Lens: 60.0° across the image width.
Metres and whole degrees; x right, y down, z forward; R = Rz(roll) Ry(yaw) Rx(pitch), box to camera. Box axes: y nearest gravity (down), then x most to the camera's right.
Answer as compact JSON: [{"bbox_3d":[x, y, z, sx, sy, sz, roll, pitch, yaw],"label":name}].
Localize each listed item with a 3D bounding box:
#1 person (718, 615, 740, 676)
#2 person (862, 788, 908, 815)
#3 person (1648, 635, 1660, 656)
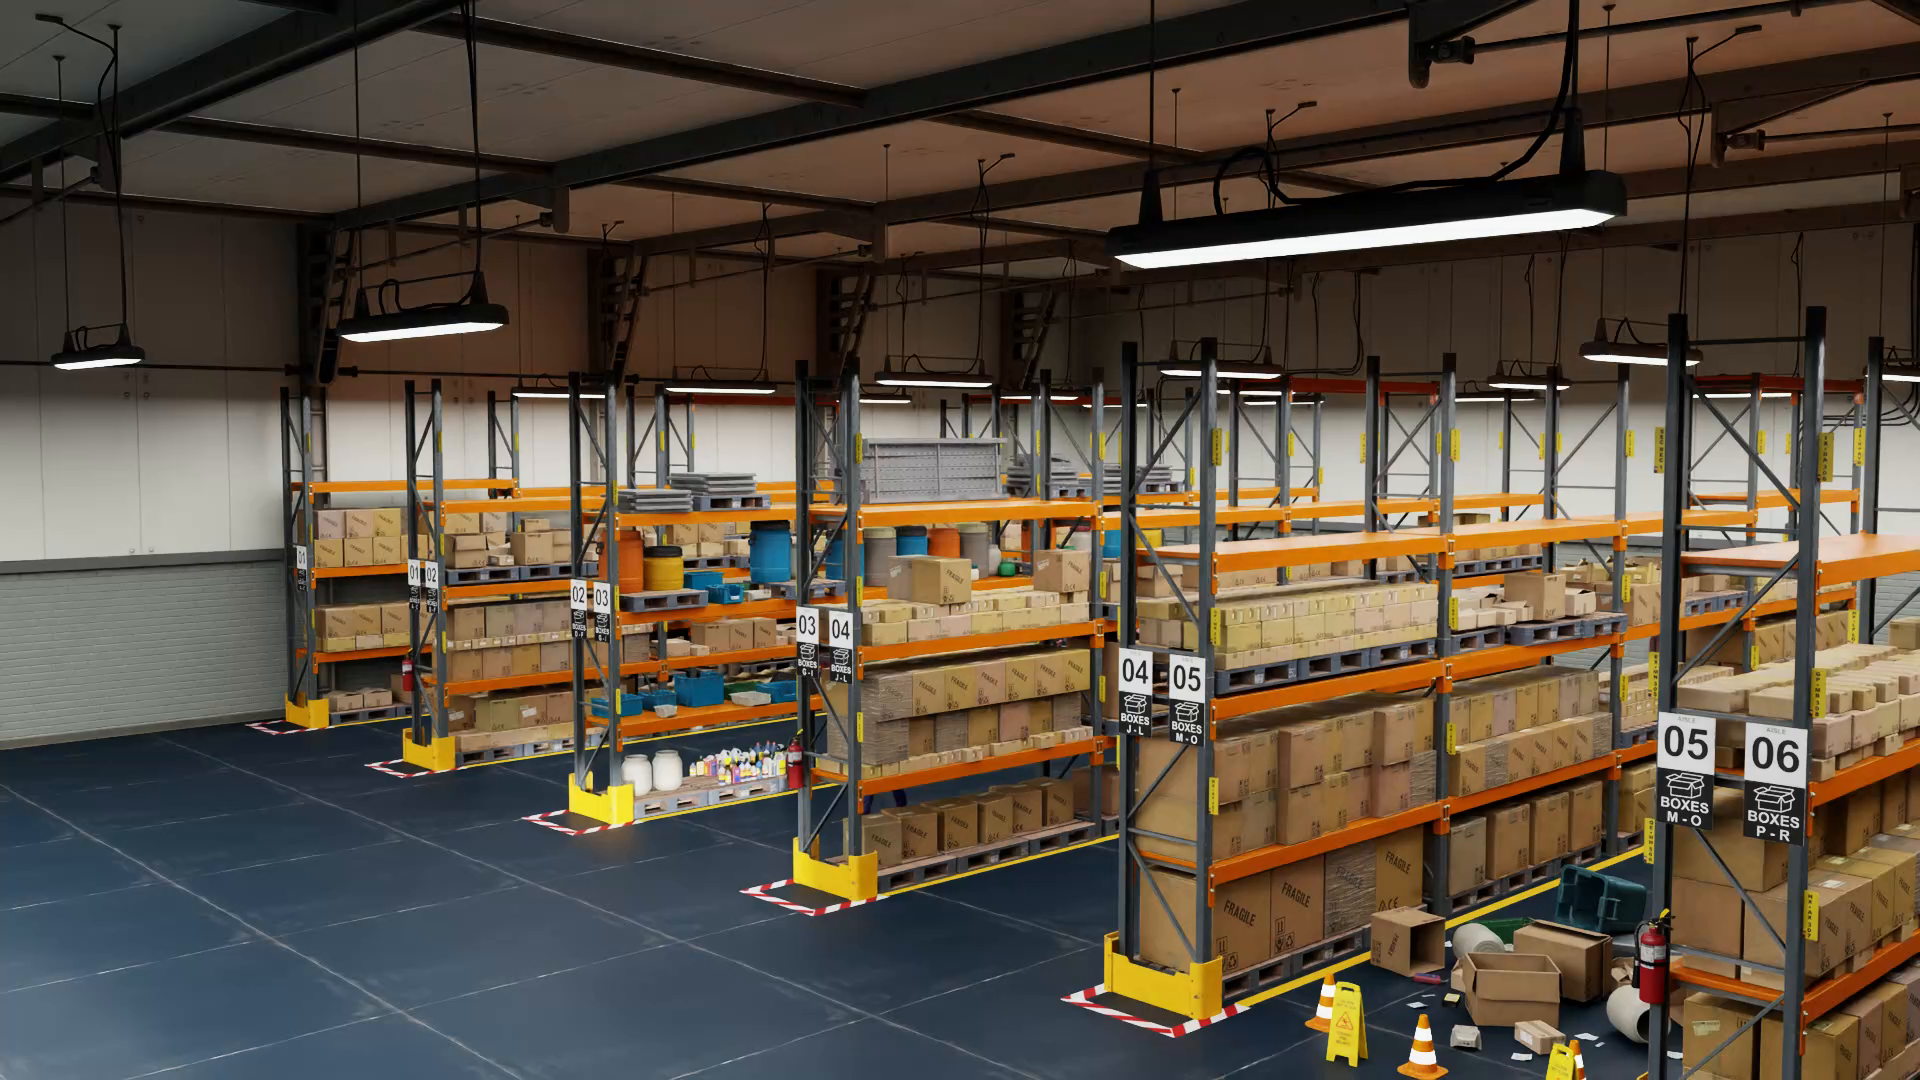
[{"bbox_3d":[-4.392,2.277,32.044,0.603,1.708,0.628,2,4,28],"label":"person"},{"bbox_3d":[-1.082,2.923,22.206,0.886,1.616,0.510,-3,5,-43],"label":"person"},{"bbox_3d":[13.610,2.247,31.966,0.599,1.741,1.039,-1,4,-10],"label":"person"}]
